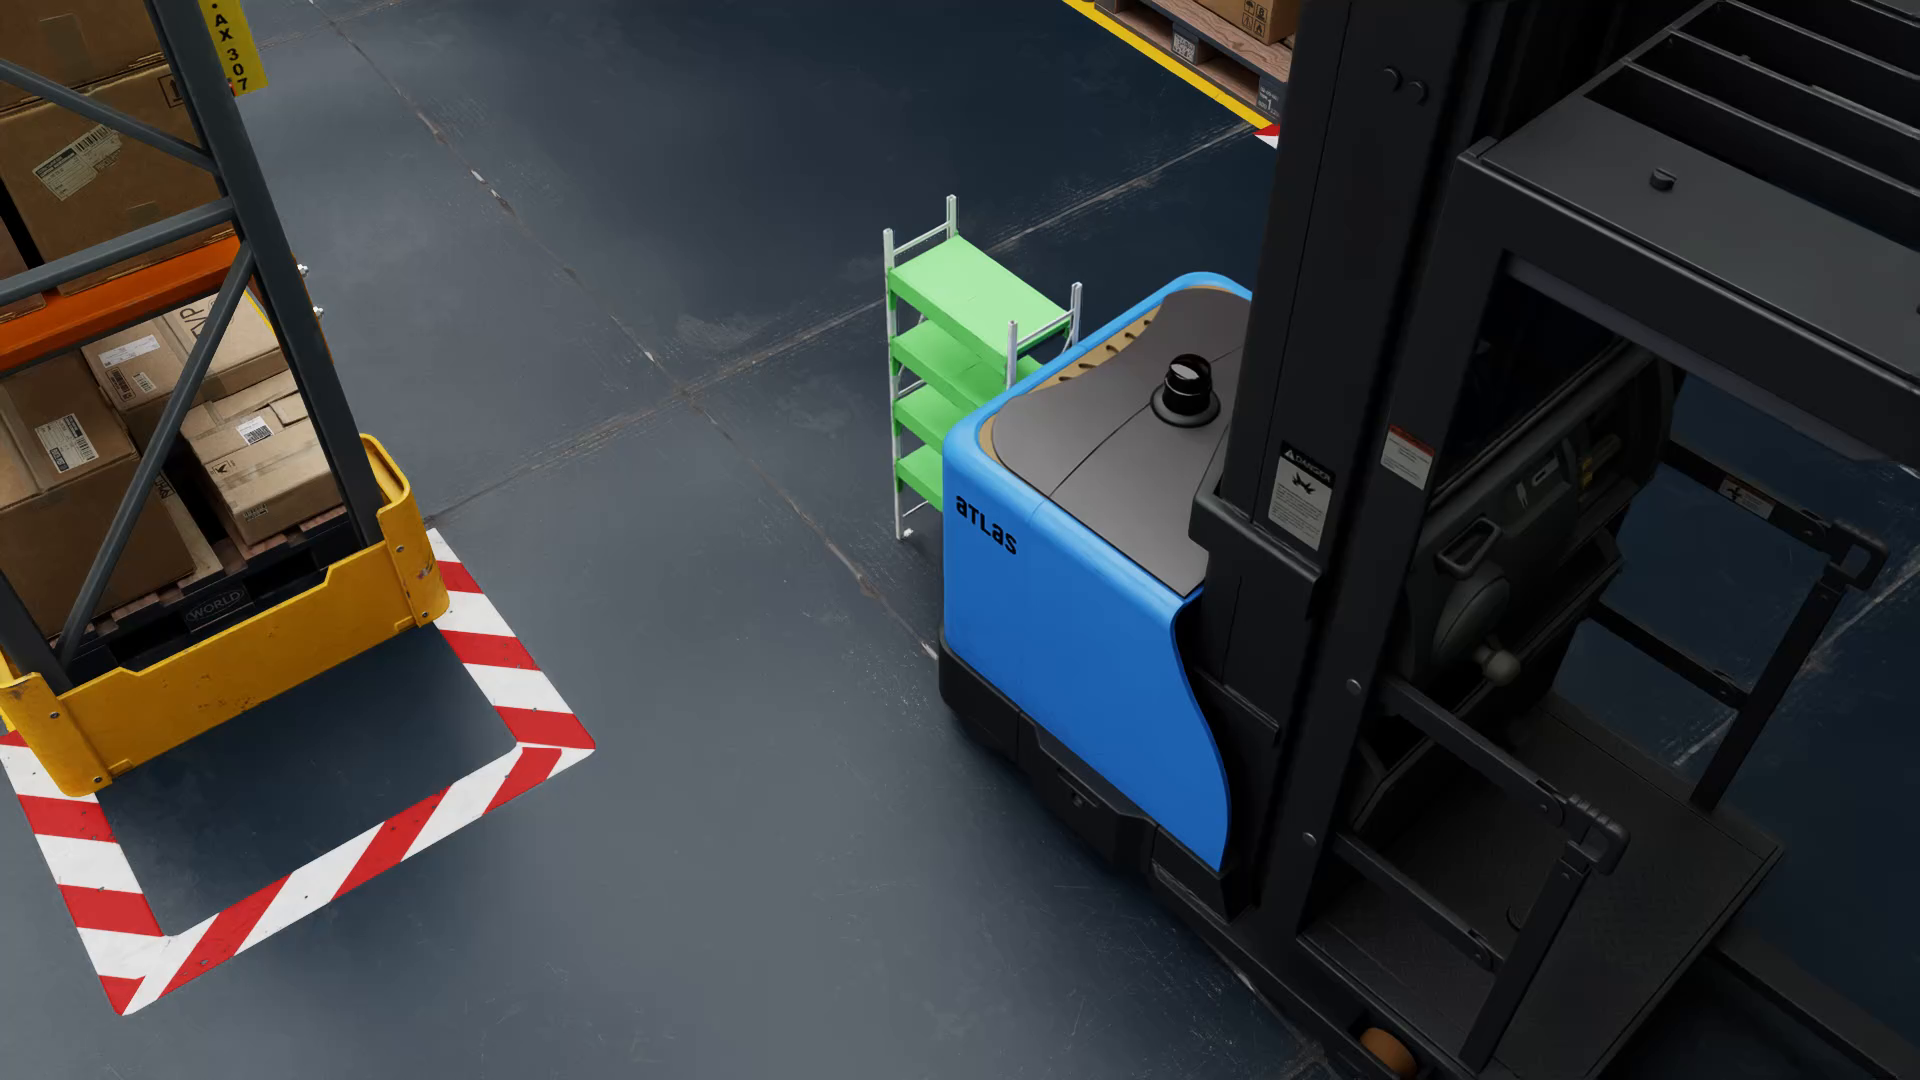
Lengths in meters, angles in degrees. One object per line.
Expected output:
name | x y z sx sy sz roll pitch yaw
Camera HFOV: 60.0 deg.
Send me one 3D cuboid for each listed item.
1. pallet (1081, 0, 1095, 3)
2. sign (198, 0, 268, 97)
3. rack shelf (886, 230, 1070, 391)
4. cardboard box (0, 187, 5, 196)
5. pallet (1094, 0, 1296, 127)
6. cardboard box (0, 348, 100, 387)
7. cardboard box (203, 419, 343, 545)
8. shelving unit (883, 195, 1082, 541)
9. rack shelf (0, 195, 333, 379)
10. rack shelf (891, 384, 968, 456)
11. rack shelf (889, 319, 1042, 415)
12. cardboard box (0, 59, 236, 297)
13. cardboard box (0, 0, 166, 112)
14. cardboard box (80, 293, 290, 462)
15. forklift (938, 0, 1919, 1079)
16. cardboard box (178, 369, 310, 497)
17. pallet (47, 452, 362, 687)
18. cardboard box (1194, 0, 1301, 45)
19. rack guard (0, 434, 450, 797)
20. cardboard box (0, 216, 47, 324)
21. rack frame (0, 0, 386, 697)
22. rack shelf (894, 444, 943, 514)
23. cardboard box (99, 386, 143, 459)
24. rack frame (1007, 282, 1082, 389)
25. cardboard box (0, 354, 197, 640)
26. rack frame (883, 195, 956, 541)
pallet | 0.606 -3.037 7.861 1.003 0.211 1.213 -29 54 -24
sign | -1.622 -1.128 3.664 0.100 0.325 0.005 -29 54 -24
rack shelf | 0.054 -0.606 4.428 0.258 0.148 0.480 -33 56 -26
cardboard box | -2.429 -1.309 4.345 0.500 0.500 0.500 -30 54 -24
pallet | 1.340 -2.318 7.209 1.003 0.211 1.213 -29 54 -24
cardboard box | -3.130 -0.602 5.330 0.500 0.250 0.500 -29 54 -24
cardboard box | -2.034 -0.185 5.021 0.380 0.149 0.250 -29 54 -24
shelving unit | 0.054 -0.327 4.736 0.258 1.200 0.503 -33 56 -26
rack shelf | -3.265 -1.532 5.099 1.077 0.370 4.000 -29 54 -24
rack shelf | 0.054 -0.284 4.784 0.258 0.148 0.480 -33 56 -26
rack shelf | 0.054 -0.445 4.606 0.258 0.148 0.480 -33 56 -26
cardboard box | -2.113 -1.007 4.071 0.500 0.500 0.500 -28 54 -23
cardboard box | -2.113 -1.343 3.701 0.500 0.500 0.500 -28 54 -23
cardboard box | -2.460 -0.561 5.293 0.500 0.250 0.500 -29 54 -24
forklift | 1.319 0.026 3.248 1.130 2.935 3.031 -35 57 -28
cardboard box | -2.185 -0.339 5.148 0.380 0.166 0.250 -29 54 -24
pallet | -2.583 -0.172 5.263 1.003 0.211 1.213 -29 54 -24
cardboard box | 1.383 -2.488 6.884 0.700 0.500 0.500 -29 54 -24
rack guard | -2.100 0.201 4.731 1.175 0.500 0.348 -29 54 -24
cardboard box | -2.542 -0.770 3.856 0.500 0.500 0.500 -28 54 -23
rack frame | -2.054 -0.594 3.764 1.000 3.000 0.127 -29 54 -24
rack shelf | 0.054 -0.123 4.962 0.258 0.148 0.480 -33 56 -26
cardboard box | -2.753 -0.279 5.094 0.380 0.166 0.250 -29 54 -24
rack frame | 0.214 -0.190 4.613 0.240 1.200 0.015 -33 56 -26
cardboard box | -2.579 -0.112 4.717 0.500 0.500 0.500 -29 54 -24
rack frame | -0.106 -0.463 4.860 0.240 1.200 0.015 -33 56 -26
